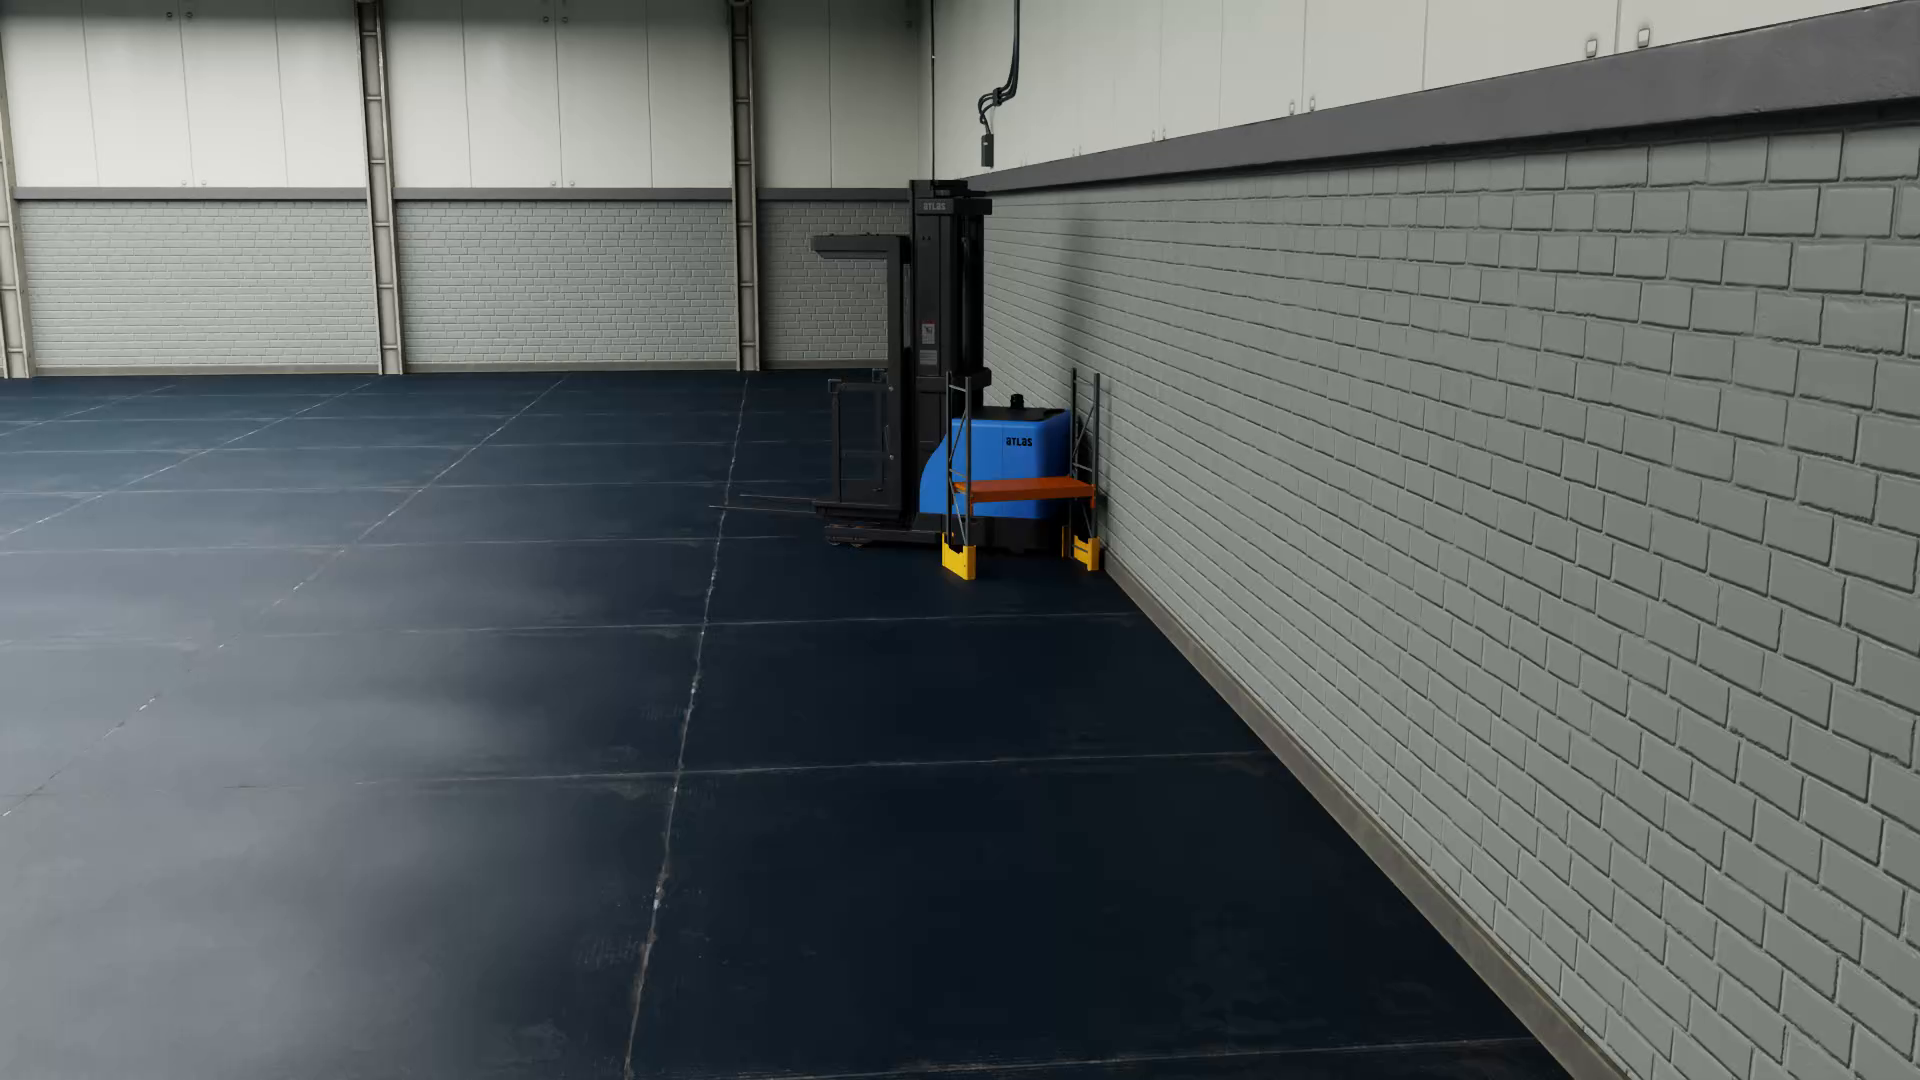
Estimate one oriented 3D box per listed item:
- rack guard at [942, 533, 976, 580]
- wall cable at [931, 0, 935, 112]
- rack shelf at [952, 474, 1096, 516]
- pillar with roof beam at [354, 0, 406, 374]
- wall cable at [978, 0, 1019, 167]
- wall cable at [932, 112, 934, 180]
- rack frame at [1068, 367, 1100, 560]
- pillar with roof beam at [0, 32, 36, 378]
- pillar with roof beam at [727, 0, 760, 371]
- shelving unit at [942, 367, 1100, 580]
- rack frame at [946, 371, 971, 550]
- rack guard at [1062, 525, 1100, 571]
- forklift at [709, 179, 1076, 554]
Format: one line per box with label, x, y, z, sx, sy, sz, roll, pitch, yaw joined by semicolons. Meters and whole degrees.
rack guard;-0.009;0.119;12.615;0.087;0.250;0.587;-4;12;-18
wall cable;-0.313;-7.615;24.231;0.112;2.526;3.097;-1;11;-6
rack shelf;0.472;-0.349;12.687;1.000;0.185;0.538;-4;12;-18
pillar with roof beam;-9.176;-6.421;23.200;0.548;9.000;9.100;-1;11;-6
wall cable;0.405;-7.027;17.467;0.169;6.003;2.305;-1;11;-6
wall cable;-0.605;-5.656;27.357;0.112;2.526;3.097;-1;11;-6
rack frame;0.954;-0.557;12.811;0.032;1.500;0.500;-4;12;-18
pillar with roof beam;-15.141;-6.296;22.564;0.400;9.000;9.100;-1;11;-6
pillar with roof beam;-3.211;-6.546;23.836;0.548;9.000;9.100;-1;11;-6
shelving unit;0.463;-0.525;12.650;1.083;1.500;0.587;-4;12;-18
rack frame;-0.010;-0.494;12.494;0.032;1.500;0.500;-4;12;-18
rack guard;0.935;0.058;12.926;0.087;0.250;0.587;-4;12;-18
forklift;-0.598;-1.476;13.776;3.031;2.935;1.130;4;12;18
